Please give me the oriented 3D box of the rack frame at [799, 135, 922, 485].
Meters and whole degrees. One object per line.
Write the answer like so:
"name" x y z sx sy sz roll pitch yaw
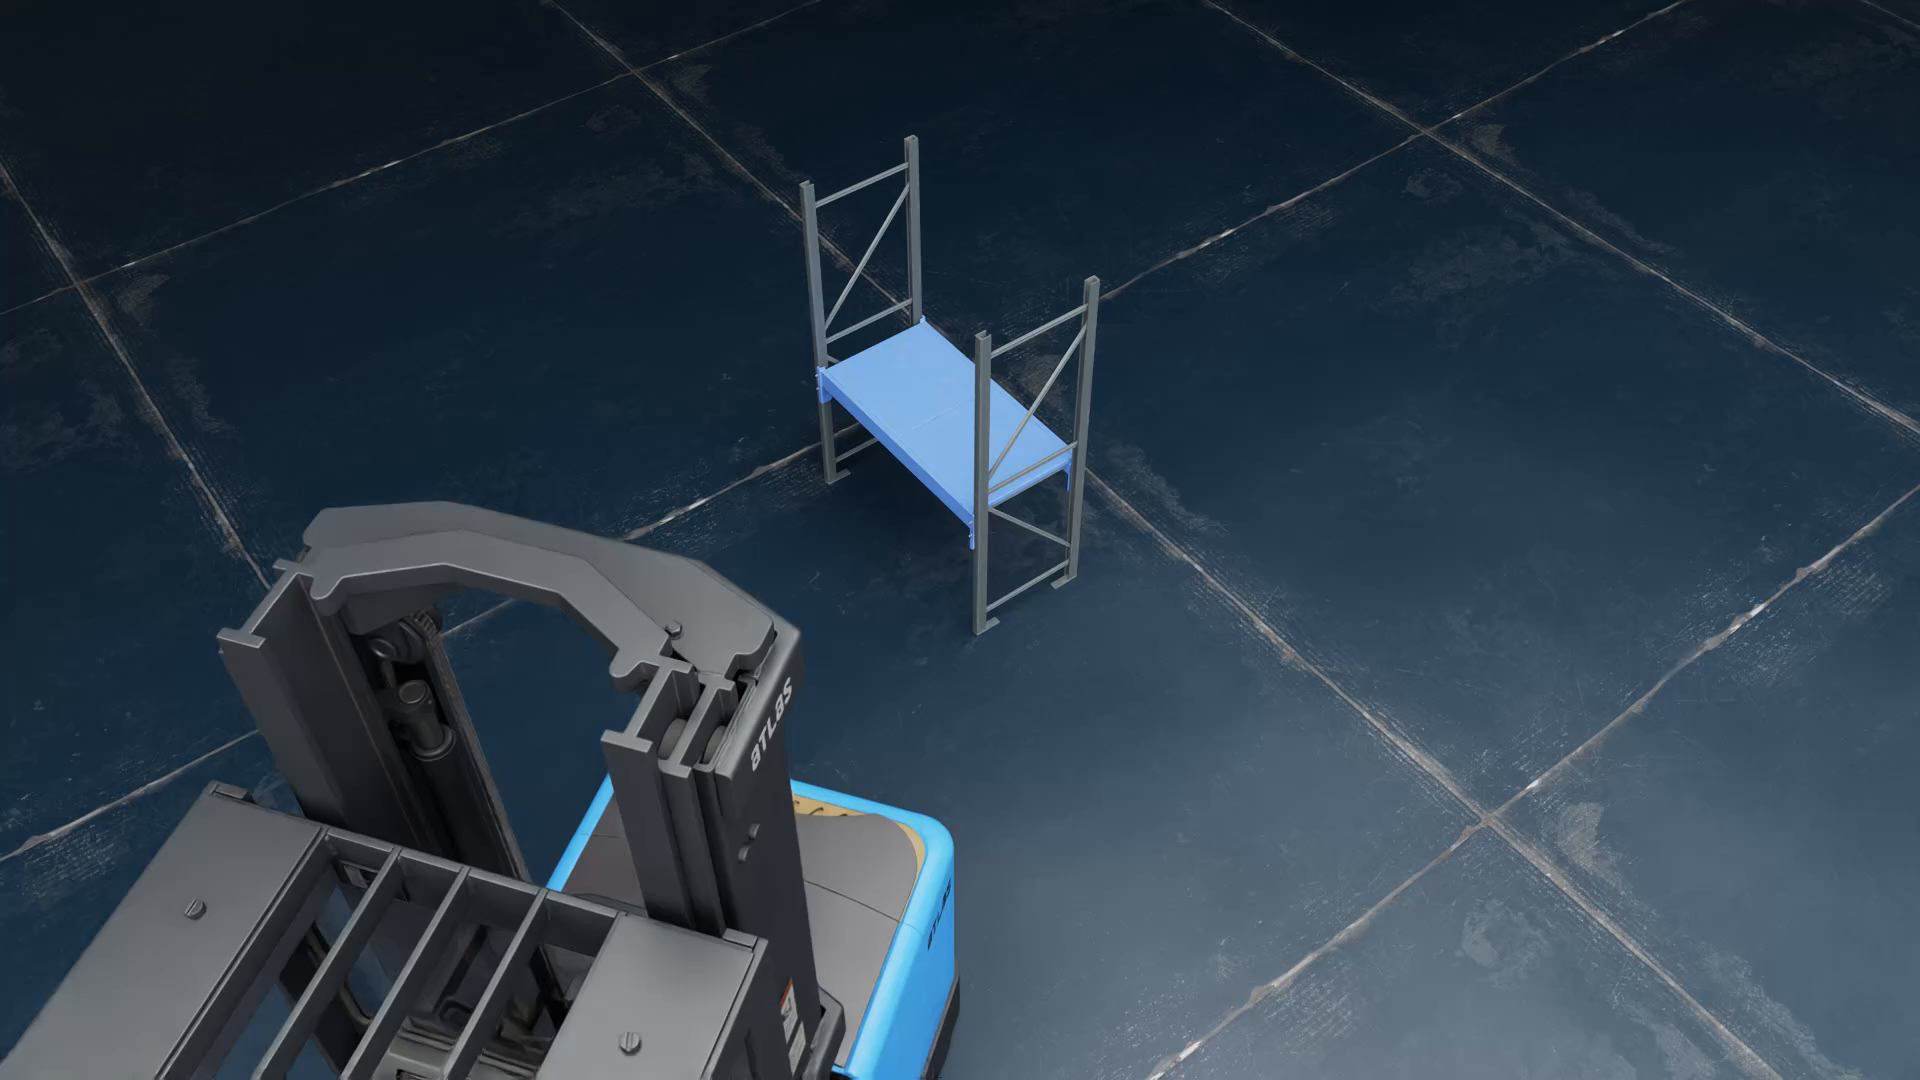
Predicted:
"rack frame" -0.359 -0.854 6.511 0.500 1.500 0.032 -29 54 -24

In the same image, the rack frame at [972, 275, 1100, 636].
"rack frame" 0.256 -0.254 5.967 0.500 1.500 0.032 -29 54 -24

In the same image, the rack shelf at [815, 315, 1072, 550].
"rack shelf" -0.052 -0.433 6.372 0.538 0.185 1.000 -29 54 -24

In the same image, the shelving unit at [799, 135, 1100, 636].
"shelving unit" -0.052 -0.554 6.239 0.538 1.500 1.048 -29 54 -24

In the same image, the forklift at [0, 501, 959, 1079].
"forklift" -0.927 1.456 3.451 1.130 2.935 3.031 13 49 12
